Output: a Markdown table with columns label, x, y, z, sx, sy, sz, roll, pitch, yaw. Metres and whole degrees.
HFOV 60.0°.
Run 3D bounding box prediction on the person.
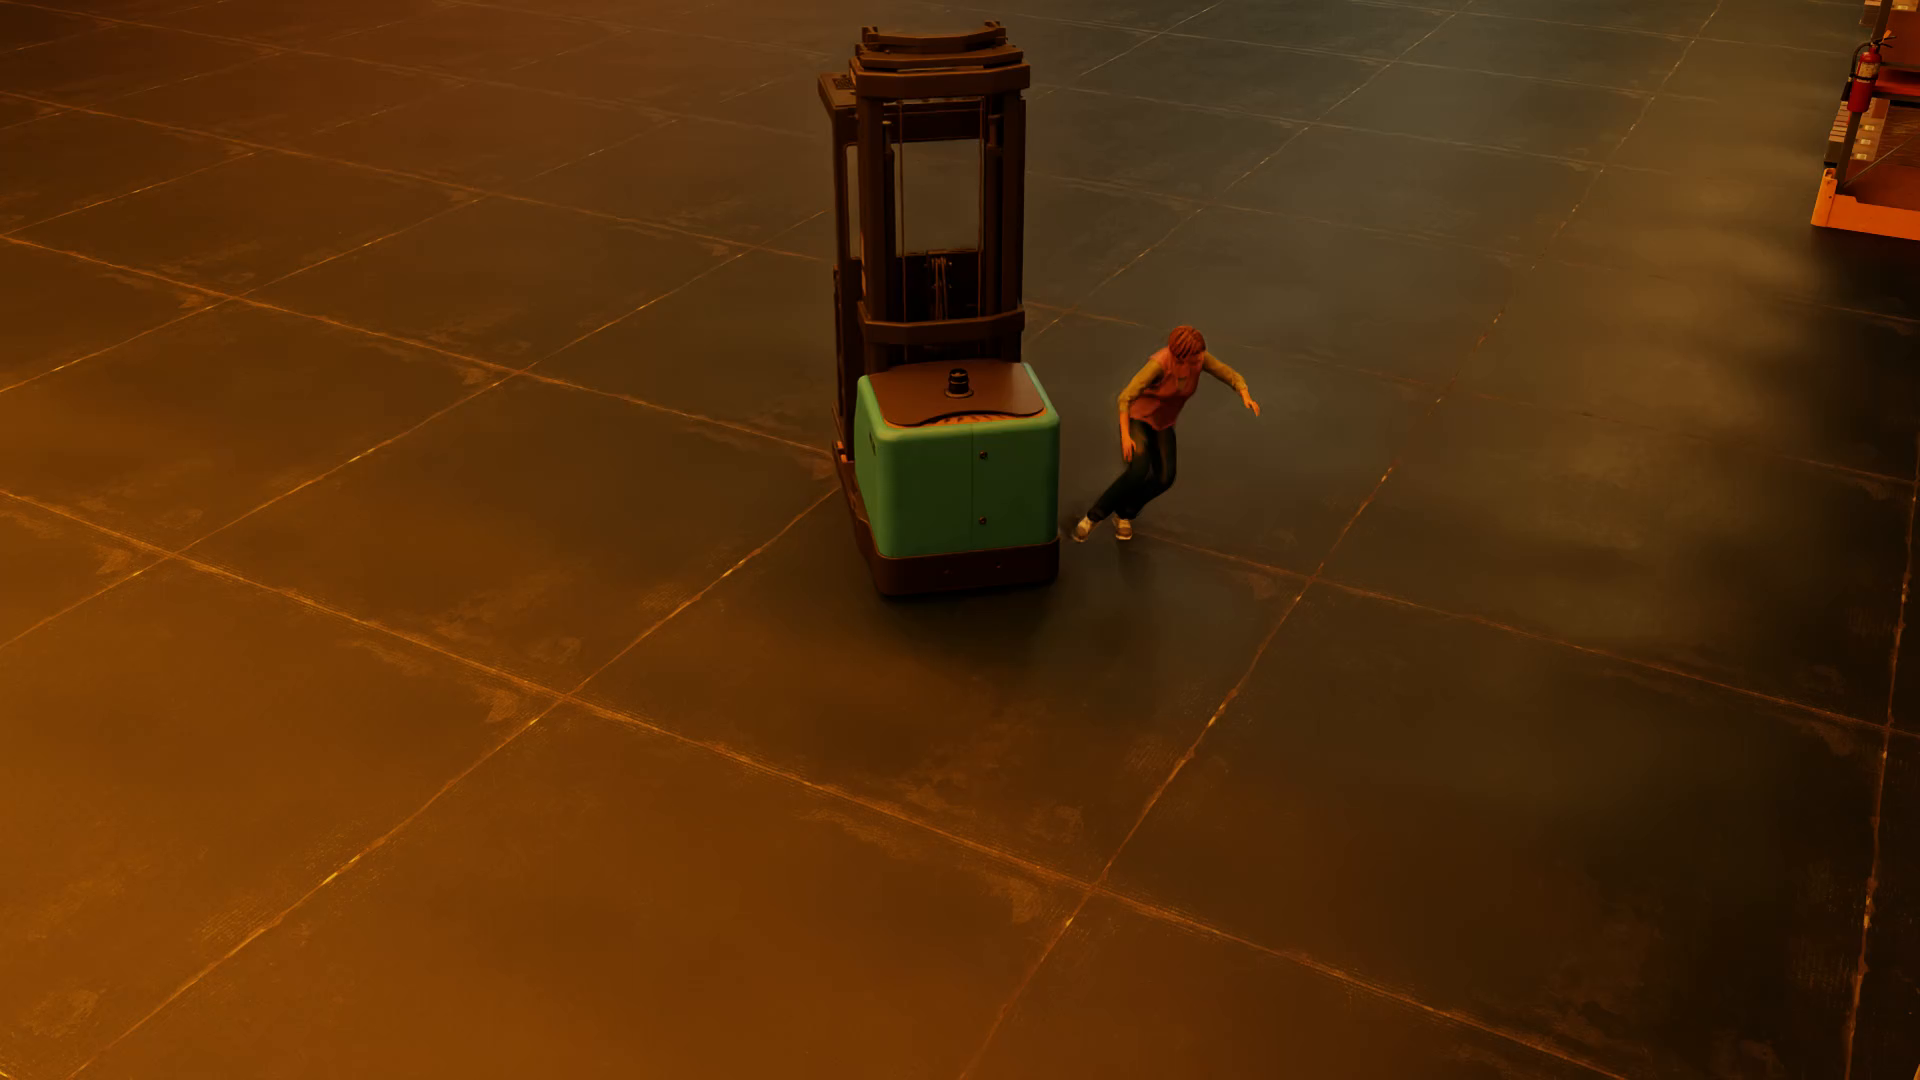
| label | x | y | z | sx | sy | sz | roll | pitch | yaw |
| --- | --- | --- | --- | --- | --- | --- | --- | --- | --- |
| person | 1.160 | -0.572 | 9.652 | 1.026 | 1.363 | 0.849 | -17 | 34 | -27 |

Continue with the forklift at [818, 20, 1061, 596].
| label | x | y | z | sx | sy | sz | roll | pitch | yaw |
| --- | --- | --- | --- | --- | --- | --- | --- | --- | --- |
| forklift | -0.220 | -1.678 | 9.978 | 1.130 | 2.935 | 3.031 | -6 | 30 | -10 |
